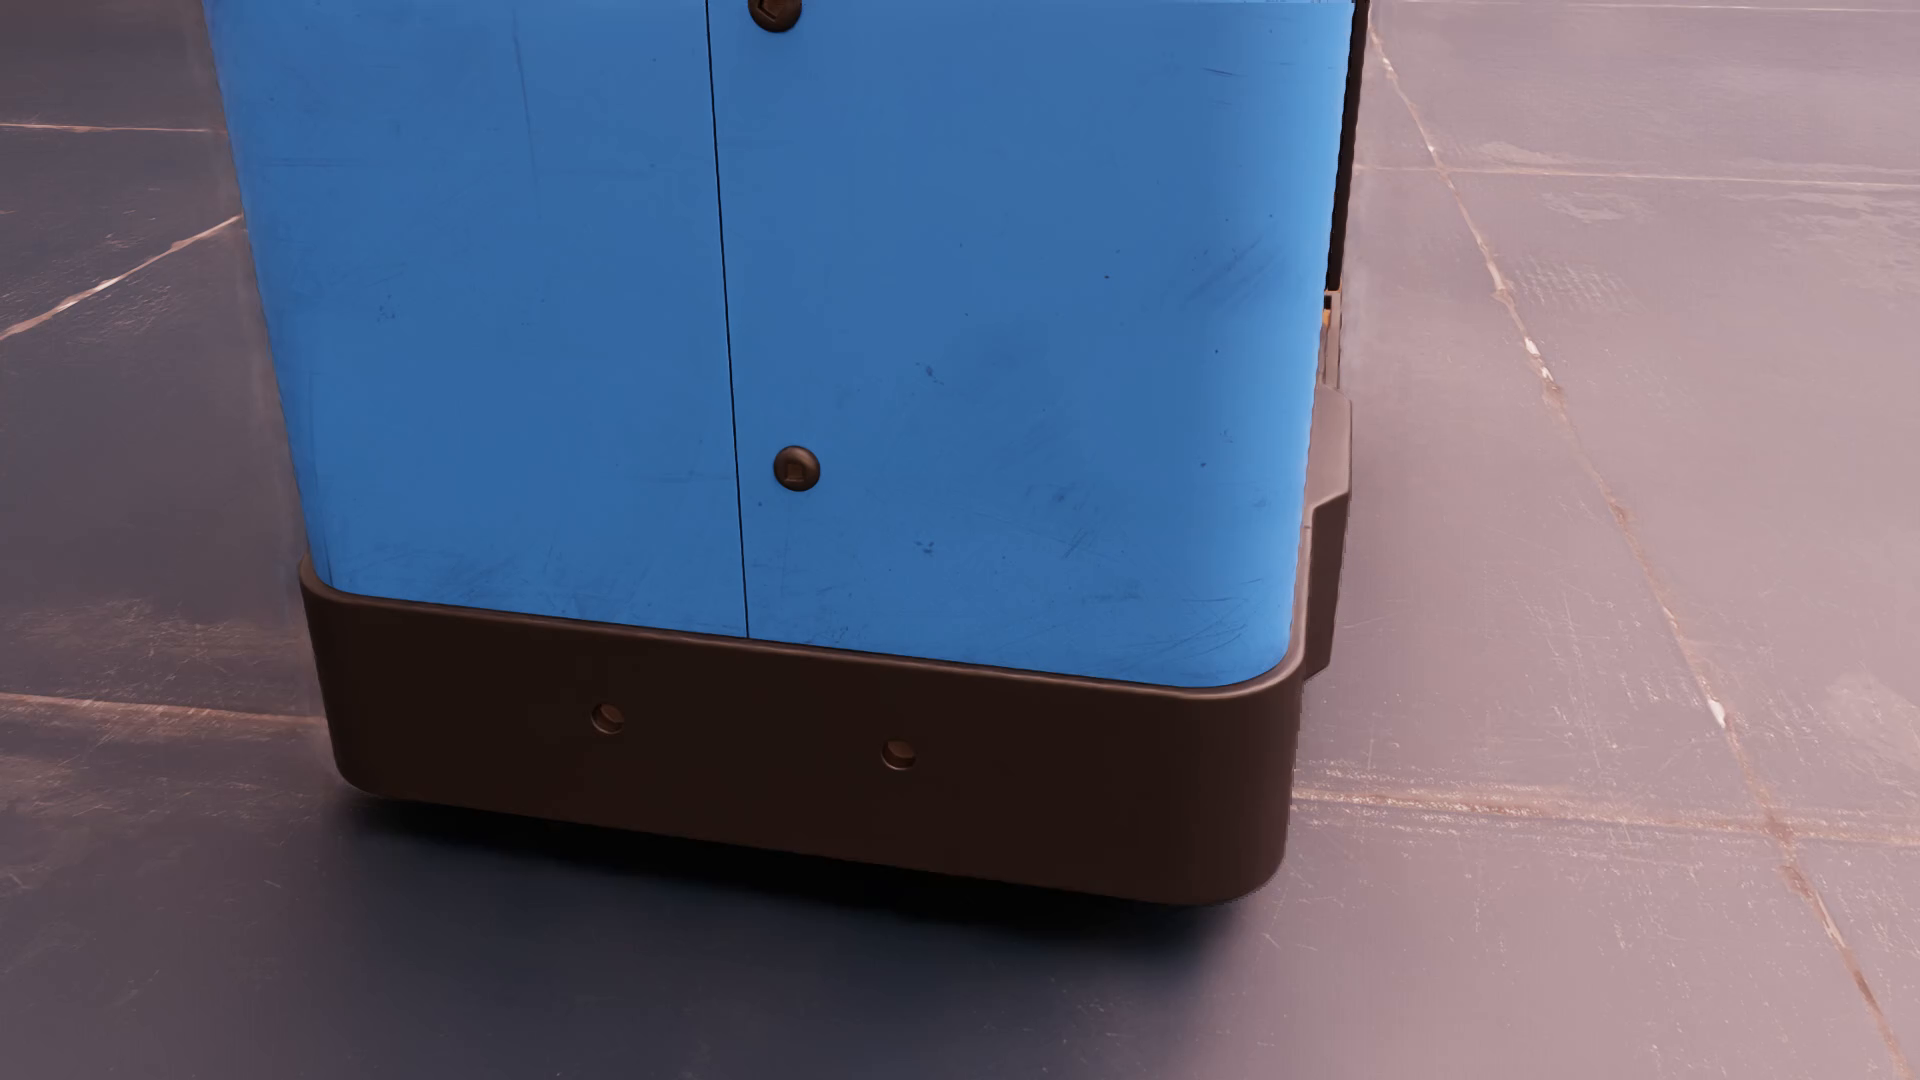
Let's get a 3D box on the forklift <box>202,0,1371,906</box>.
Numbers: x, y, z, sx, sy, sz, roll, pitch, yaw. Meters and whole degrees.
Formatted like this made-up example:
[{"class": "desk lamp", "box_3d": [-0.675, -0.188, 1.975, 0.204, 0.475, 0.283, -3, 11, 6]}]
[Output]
[{"class": "forklift", "box_3d": [0.118, -1.591, 2.406, 1.130, 2.935, 3.031, 6, 27, 11]}]
